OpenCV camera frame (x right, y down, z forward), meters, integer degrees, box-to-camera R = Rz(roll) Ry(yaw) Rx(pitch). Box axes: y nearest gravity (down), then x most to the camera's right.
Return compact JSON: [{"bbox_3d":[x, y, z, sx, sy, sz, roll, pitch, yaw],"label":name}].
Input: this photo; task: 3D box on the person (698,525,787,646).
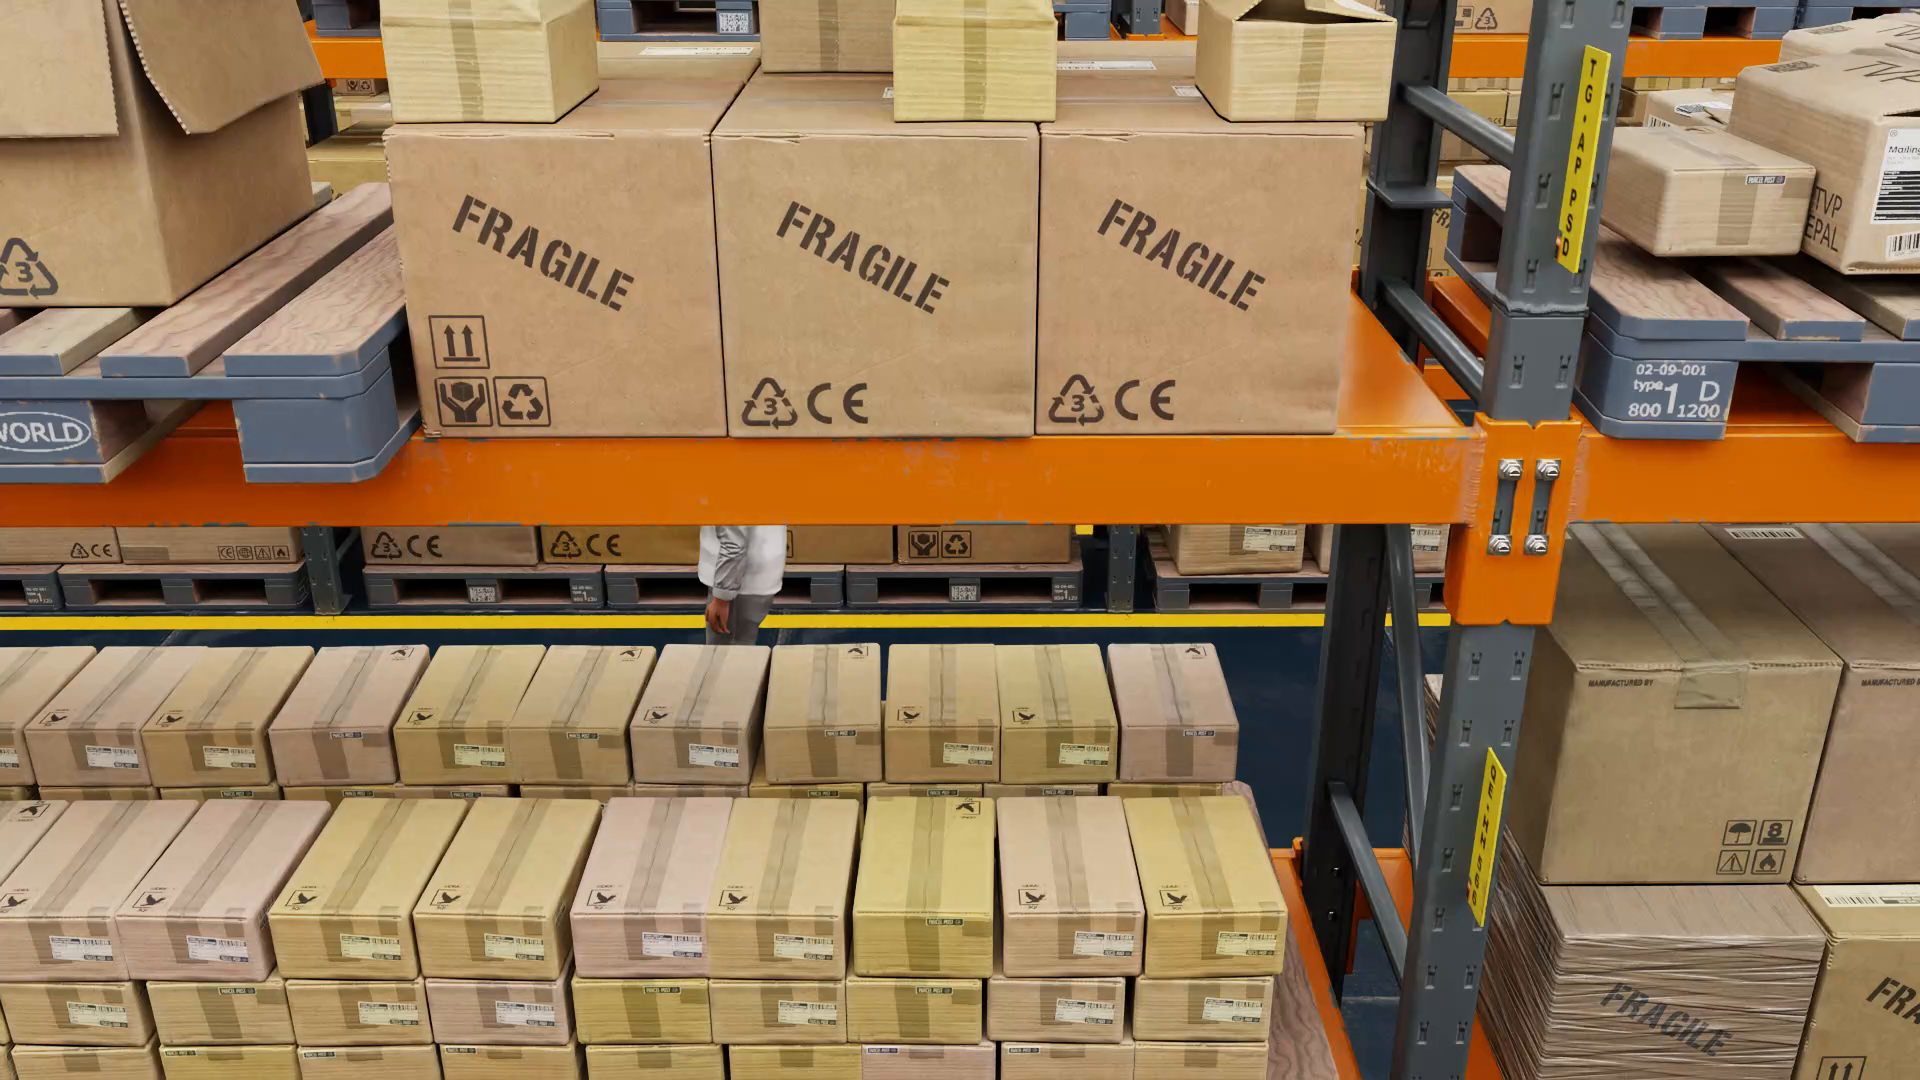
[{"bbox_3d":[-0.930,0.143,6.752,0.466,1.768,0.586,-1,24,-1],"label":"person"}]
